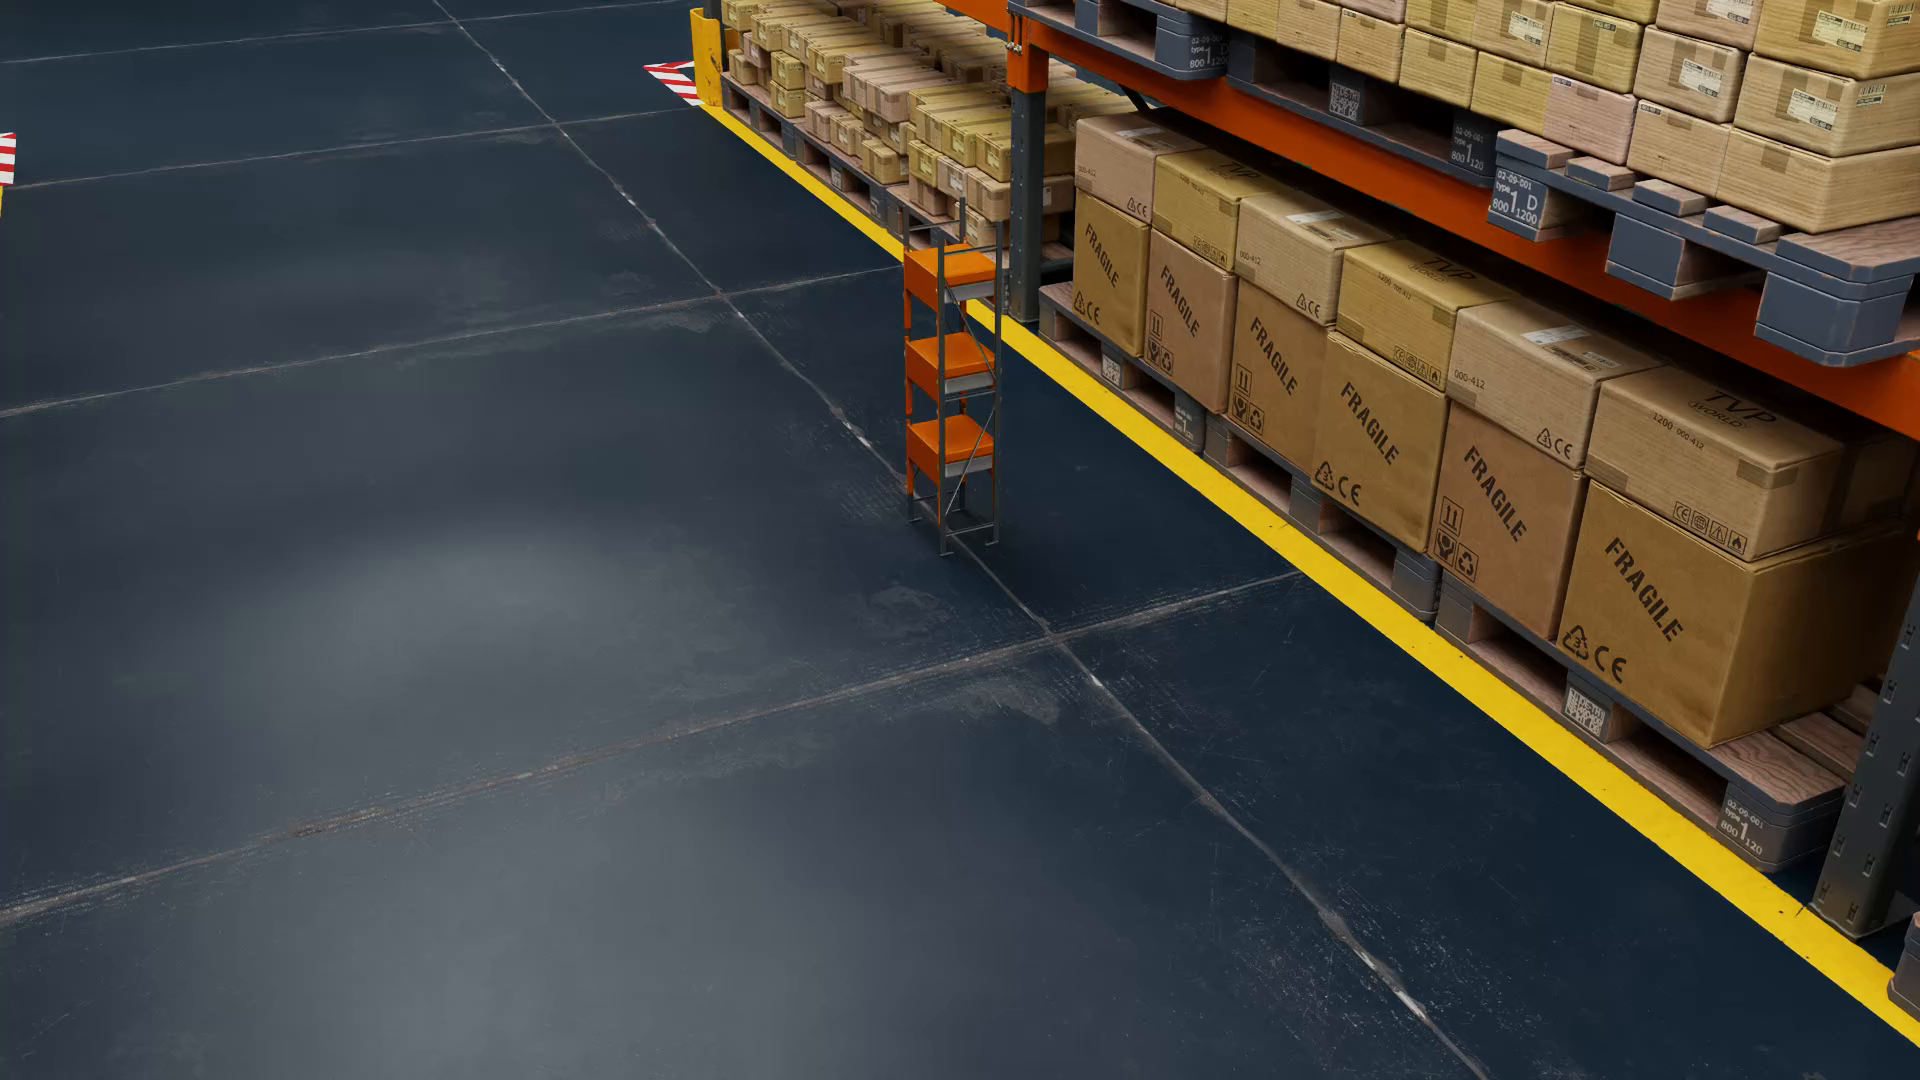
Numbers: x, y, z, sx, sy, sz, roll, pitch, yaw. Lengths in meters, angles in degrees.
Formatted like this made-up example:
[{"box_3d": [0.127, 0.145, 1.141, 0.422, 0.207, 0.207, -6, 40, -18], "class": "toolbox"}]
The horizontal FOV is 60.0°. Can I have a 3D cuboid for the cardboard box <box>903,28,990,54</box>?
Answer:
[{"box_3d": [-0.070, -2.518, 8.551, 0.380, 0.149, 0.250, -14, 32, -24], "class": "cardboard box"}]

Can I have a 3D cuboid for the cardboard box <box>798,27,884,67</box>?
[{"box_3d": [-0.611, -2.530, 8.572, 0.380, 0.149, 0.250, -12, 31, -20], "class": "cardboard box"}]

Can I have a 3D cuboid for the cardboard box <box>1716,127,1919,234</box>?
[{"box_3d": [1.767, -0.746, 3.341, 0.380, 0.149, 0.250, -13, 32, -21], "class": "cardboard box"}]

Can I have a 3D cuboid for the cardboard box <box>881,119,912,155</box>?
[{"box_3d": [-0.150, -1.931, 7.808, 0.380, 0.149, 0.250, -12, 32, -21], "class": "cardboard box"}]

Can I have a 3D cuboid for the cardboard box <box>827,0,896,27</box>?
[{"box_3d": [-0.529, -2.980, 9.375, 0.380, 0.149, 0.250, -12, 32, -21], "class": "cardboard box"}]

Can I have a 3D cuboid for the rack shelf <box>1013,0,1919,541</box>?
[{"box_3d": [1.535, -1.121, 4.917, 1.077, 0.370, 4.000, -13, 32, -22], "class": "rack shelf"}]

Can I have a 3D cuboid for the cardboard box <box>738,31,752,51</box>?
[{"box_3d": [-1.048, -2.869, 9.481, 0.380, 0.149, 0.250, -12, 31, -20], "class": "cardboard box"}]

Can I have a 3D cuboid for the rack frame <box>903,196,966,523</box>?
[{"box_3d": [-0.075, -0.535, 5.131, 0.200, 1.050, 0.008, -13, 32, -22], "class": "rack frame"}]

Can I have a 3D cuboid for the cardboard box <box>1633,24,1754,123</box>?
[{"box_3d": [1.654, -0.995, 3.480, 0.380, 0.149, 0.250, -12, 31, -20], "class": "cardboard box"}]

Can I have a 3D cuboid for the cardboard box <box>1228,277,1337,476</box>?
[{"box_3d": [1.220, -0.567, 5.320, 0.500, 0.500, 0.500, -13, 32, -21], "class": "cardboard box"}]

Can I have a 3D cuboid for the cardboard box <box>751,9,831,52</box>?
[{"box_3d": [-0.903, -2.747, 8.958, 0.380, 0.149, 0.250, -13, 32, -22], "class": "cardboard box"}]

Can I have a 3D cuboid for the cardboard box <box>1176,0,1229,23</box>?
[{"box_3d": [0.875, -1.665, 4.980, 0.380, 0.149, 0.250, -15, 32, -24], "class": "cardboard box"}]

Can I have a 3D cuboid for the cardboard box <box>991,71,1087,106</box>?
[{"box_3d": [0.365, -2.059, 7.732, 0.380, 0.149, 0.250, -14, 32, -23], "class": "cardboard box"}]

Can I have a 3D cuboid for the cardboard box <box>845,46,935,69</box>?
[{"box_3d": [-0.346, -2.313, 8.185, 0.380, 0.149, 0.250, -13, 32, -22], "class": "cardboard box"}]

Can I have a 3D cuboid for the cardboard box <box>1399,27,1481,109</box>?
[{"box_3d": [1.330, -1.199, 4.149, 0.380, 0.149, 0.250, -15, 32, -24], "class": "cardboard box"}]

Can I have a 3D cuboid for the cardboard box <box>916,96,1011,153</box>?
[{"box_3d": [0.030, -1.833, 7.329, 0.380, 0.149, 0.250, -13, 32, -22], "class": "cardboard box"}]

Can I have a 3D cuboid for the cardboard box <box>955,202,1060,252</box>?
[{"box_3d": [0.200, -1.359, 7.093, 0.380, 0.149, 0.250, -13, 32, -21], "class": "cardboard box"}]

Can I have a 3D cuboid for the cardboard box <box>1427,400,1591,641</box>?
[{"box_3d": [1.655, -0.110, 4.505, 0.500, 0.500, 0.500, -12, 31, -20], "class": "cardboard box"}]

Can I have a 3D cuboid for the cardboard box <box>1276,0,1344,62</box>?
[{"box_3d": [1.101, -1.433, 4.567, 0.380, 0.149, 0.250, -15, 32, -24], "class": "cardboard box"}]

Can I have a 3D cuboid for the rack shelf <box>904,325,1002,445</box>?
[{"box_3d": [-0.023, -0.472, 5.041, 0.215, 0.259, 0.240, -13, 32, -22], "class": "rack shelf"}]

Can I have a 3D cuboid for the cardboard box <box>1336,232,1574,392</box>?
[{"box_3d": [1.433, -0.667, 4.732, 0.500, 0.250, 0.500, -12, 32, -21], "class": "cardboard box"}]

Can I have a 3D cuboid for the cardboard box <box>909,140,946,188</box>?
[{"box_3d": [-0.004, -1.691, 7.381, 0.380, 0.149, 0.250, -14, 32, -24], "class": "cardboard box"}]

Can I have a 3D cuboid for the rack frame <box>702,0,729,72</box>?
[{"box_3d": [-1.041, -4.085, 9.468, 1.000, 3.000, 0.127, -13, 32, -22], "class": "rack frame"}]

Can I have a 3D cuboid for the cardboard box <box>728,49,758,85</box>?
[{"box_3d": [-1.105, -2.726, 9.530, 0.380, 0.149, 0.250, -12, 32, -21], "class": "cardboard box"}]

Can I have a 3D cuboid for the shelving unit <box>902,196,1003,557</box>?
[{"box_3d": [-0.023, -0.482, 5.035, 0.215, 1.050, 0.252, -13, 32, -22], "class": "shelving unit"}]

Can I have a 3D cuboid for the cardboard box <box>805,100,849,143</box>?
[{"box_3d": [-0.571, -2.162, 8.525, 0.380, 0.149, 0.250, -15, 32, -24], "class": "cardboard box"}]

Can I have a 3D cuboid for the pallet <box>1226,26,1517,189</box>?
[{"box_3d": [1.507, -1.333, 4.757, 1.003, 0.211, 1.213, -13, 32, -22], "class": "pallet"}]

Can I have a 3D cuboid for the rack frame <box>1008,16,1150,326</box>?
[{"box_3d": [0.676, -2.318, 6.317, 1.000, 3.000, 0.127, -13, 32, -22], "class": "rack frame"}]

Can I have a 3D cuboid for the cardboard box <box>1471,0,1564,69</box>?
[{"box_3d": [1.432, -1.221, 3.884, 0.380, 0.149, 0.250, -13, 32, -22], "class": "cardboard box"}]

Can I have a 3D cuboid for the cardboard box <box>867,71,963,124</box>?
[{"box_3d": [-0.211, -2.064, 7.741, 0.380, 0.149, 0.250, -15, 32, -24], "class": "cardboard box"}]

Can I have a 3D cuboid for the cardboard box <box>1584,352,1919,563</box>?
[{"box_3d": [1.863, -0.218, 3.932, 0.500, 0.250, 0.500, -14, 32, -23], "class": "cardboard box"}]

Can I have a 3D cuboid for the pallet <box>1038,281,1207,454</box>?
[{"box_3d": [1.012, -0.758, 6.386, 1.003, 0.211, 1.213, -13, 32, -22], "class": "pallet"}]

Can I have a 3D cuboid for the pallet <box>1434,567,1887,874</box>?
[{"box_3d": [2.059, 0.320, 4.464, 1.003, 0.211, 1.213, -13, 32, -22], "class": "pallet"}]

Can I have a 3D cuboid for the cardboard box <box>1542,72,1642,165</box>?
[{"box_3d": [1.551, -0.970, 3.740, 0.380, 0.149, 0.250, -13, 32, -21], "class": "cardboard box"}]

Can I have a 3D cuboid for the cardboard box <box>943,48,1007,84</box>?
[{"box_3d": [0.138, -2.291, 8.147, 0.380, 0.149, 0.250, -14, 32, -24], "class": "cardboard box"}]

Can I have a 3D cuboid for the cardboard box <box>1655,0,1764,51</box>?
[{"box_3d": [1.663, -1.116, 3.392, 0.380, 0.149, 0.250, -13, 32, -23], "class": "cardboard box"}]

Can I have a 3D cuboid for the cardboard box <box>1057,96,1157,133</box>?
[{"box_3d": [0.651, -1.847, 7.354, 0.380, 0.149, 0.250, -11, 31, -20], "class": "cardboard box"}]

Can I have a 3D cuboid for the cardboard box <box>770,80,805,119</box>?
[{"box_3d": [-0.795, -2.383, 8.919, 0.380, 0.149, 0.250, -13, 32, -21], "class": "cardboard box"}]

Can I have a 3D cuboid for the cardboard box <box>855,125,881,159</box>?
[{"box_3d": [-0.295, -1.946, 8.139, 0.380, 0.149, 0.250, -12, 32, -21], "class": "cardboard box"}]

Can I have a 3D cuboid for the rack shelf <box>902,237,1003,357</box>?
[{"box_3d": [-0.023, -0.720, 4.902, 0.215, 0.259, 0.240, -13, 32, -22], "class": "rack shelf"}]

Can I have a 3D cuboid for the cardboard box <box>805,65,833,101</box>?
[{"box_3d": [-0.584, -2.413, 8.668, 0.380, 0.149, 0.250, -15, 32, -24], "class": "cardboard box"}]

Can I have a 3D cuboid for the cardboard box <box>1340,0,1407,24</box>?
[{"box_3d": [1.215, -1.446, 4.286, 0.380, 0.149, 0.250, -12, 32, -21], "class": "cardboard box"}]

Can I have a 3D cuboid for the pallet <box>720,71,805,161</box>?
[{"box_3d": [-0.691, -2.469, 9.437, 1.003, 0.211, 1.213, -13, 32, -22], "class": "pallet"}]

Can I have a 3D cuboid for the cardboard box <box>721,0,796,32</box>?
[{"box_3d": [-1.123, -2.981, 9.377, 0.380, 0.149, 0.250, -15, 32, -24], "class": "cardboard box"}]

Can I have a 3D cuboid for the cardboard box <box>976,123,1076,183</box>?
[{"box_3d": [0.289, -1.620, 6.949, 0.380, 0.149, 0.250, -12, 31, -21], "class": "cardboard box"}]

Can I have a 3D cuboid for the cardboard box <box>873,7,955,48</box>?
[{"box_3d": [-0.249, -2.765, 8.991, 0.380, 0.149, 0.250, -14, 32, -24], "class": "cardboard box"}]

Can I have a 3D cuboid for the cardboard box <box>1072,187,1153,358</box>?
[{"box_3d": [0.754, -1.029, 6.144, 0.500, 0.500, 0.500, -12, 31, -20], "class": "cardboard box"}]

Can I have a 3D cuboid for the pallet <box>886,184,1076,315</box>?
[{"box_3d": [0.356, -1.391, 7.515, 1.003, 0.211, 1.213, -13, 32, -22], "class": "pallet"}]

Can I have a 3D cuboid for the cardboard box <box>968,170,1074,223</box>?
[{"box_3d": [0.254, -1.460, 6.968, 0.380, 0.149, 0.250, -12, 32, -21], "class": "cardboard box"}]

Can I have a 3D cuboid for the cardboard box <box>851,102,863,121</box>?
[{"box_3d": [-0.323, -2.181, 8.253, 0.380, 0.149, 0.250, -12, 31, -20], "class": "cardboard box"}]

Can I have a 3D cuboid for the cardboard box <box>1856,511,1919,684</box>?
[{"box_3d": [2.320, -0.010, 4.327, 0.500, 0.500, 0.500, -15, 32, -24], "class": "cardboard box"}]

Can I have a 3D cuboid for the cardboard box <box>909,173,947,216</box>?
[{"box_3d": [-0.007, -1.595, 7.513, 0.380, 0.149, 0.250, -14, 32, -24], "class": "cardboard box"}]

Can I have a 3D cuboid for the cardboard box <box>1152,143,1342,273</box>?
[{"box_3d": [0.986, -1.121, 5.542, 0.500, 0.250, 0.500, -12, 32, -21], "class": "cardboard box"}]
